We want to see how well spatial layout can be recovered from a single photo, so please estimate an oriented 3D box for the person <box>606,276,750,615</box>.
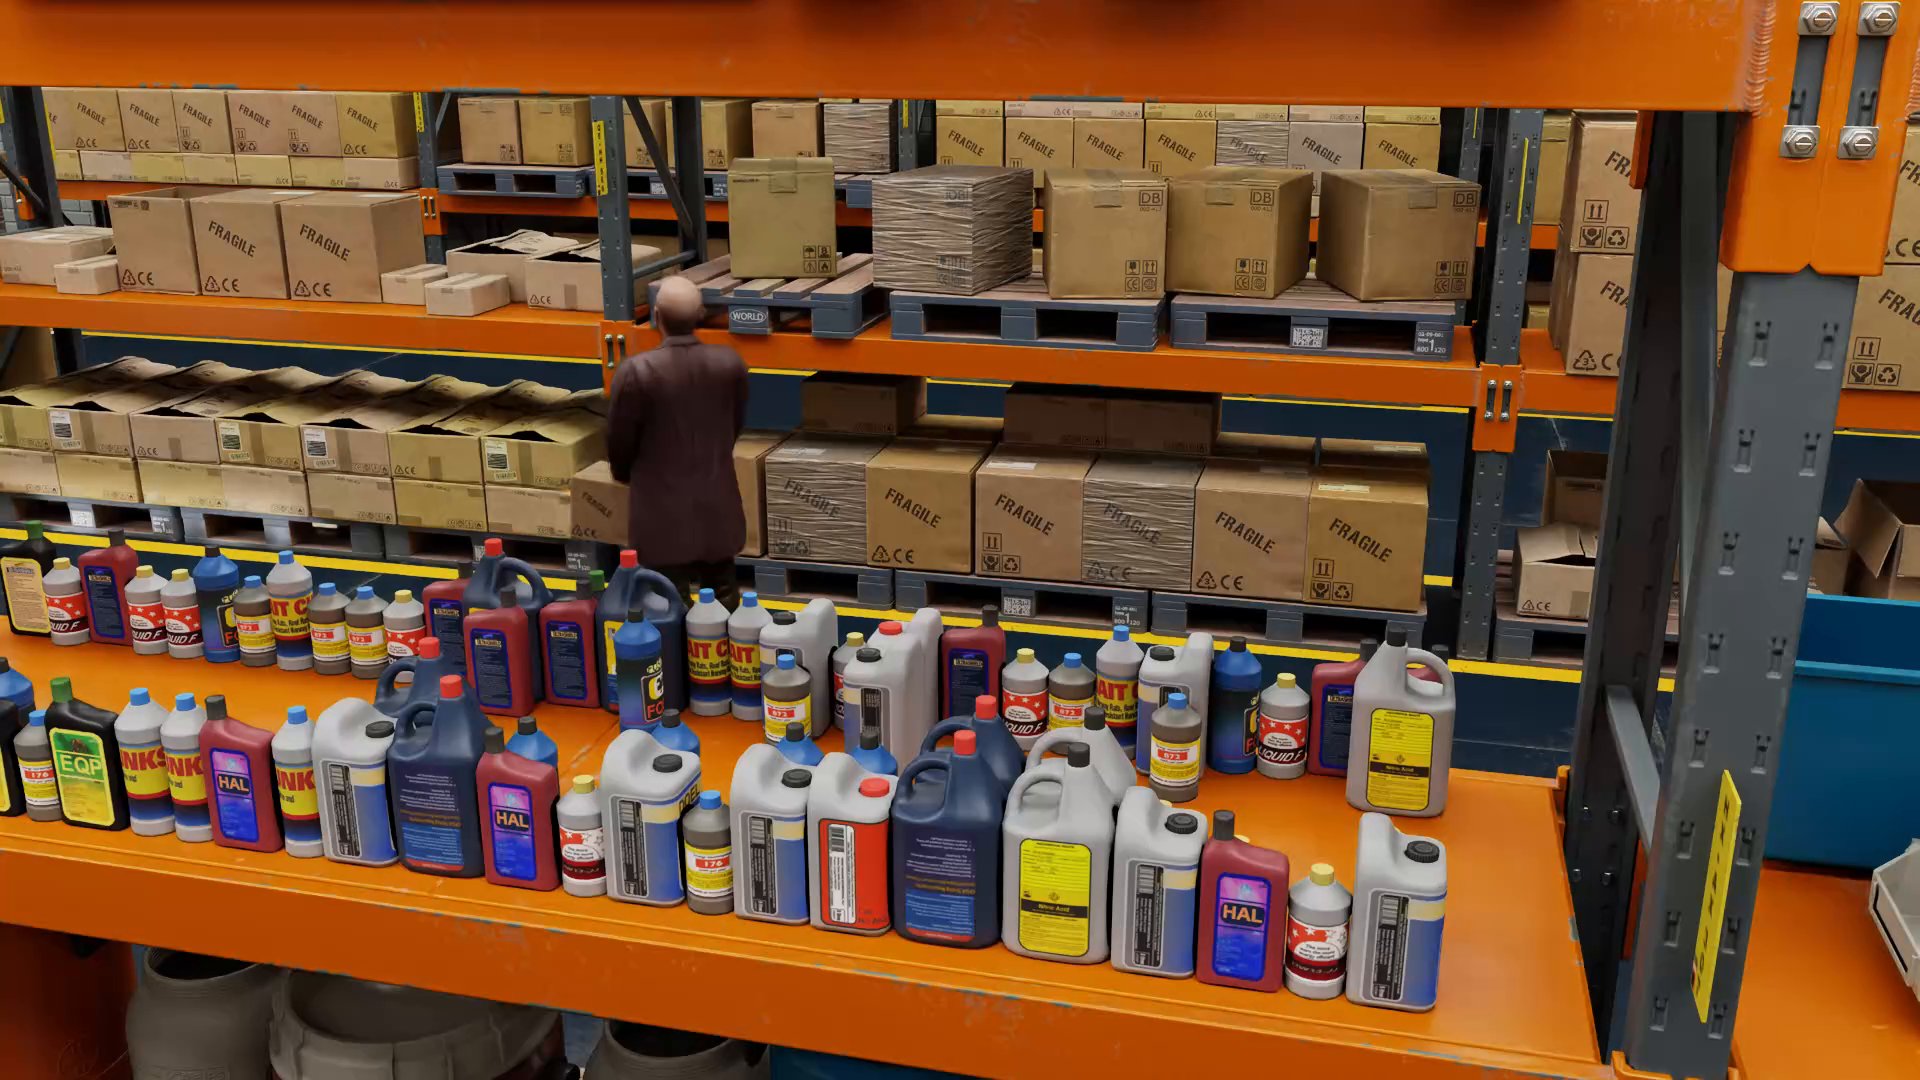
[{"bbox_3d":[-1.134,-0.175,6.591,0.576,1.780,0.564,-10,21,-29],"label":"person"}]
